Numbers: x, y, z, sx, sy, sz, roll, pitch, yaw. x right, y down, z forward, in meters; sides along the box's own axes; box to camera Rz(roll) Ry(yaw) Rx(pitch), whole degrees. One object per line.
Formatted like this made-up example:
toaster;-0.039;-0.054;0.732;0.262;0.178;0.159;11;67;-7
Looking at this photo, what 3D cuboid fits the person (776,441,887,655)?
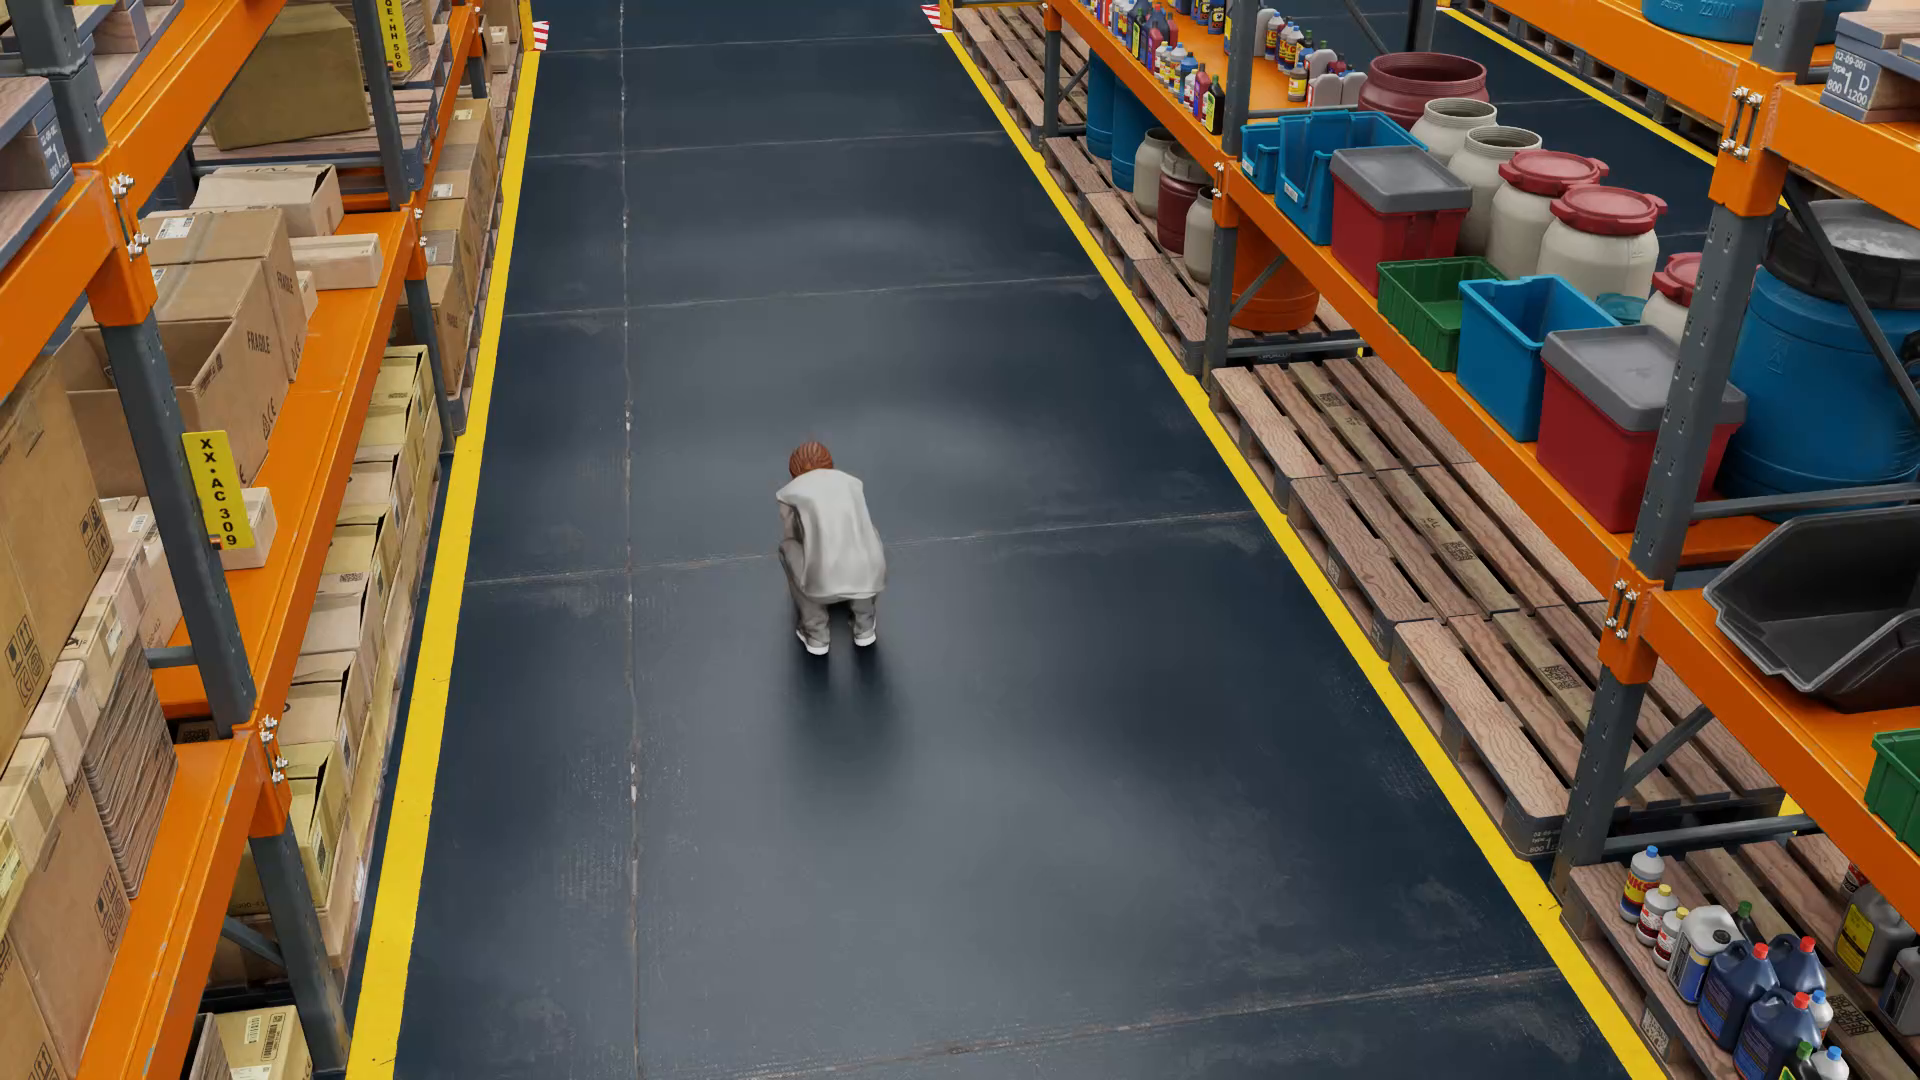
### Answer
person;-0.538;0.076;6.958;0.428;0.753;0.839;-6;32;-10
